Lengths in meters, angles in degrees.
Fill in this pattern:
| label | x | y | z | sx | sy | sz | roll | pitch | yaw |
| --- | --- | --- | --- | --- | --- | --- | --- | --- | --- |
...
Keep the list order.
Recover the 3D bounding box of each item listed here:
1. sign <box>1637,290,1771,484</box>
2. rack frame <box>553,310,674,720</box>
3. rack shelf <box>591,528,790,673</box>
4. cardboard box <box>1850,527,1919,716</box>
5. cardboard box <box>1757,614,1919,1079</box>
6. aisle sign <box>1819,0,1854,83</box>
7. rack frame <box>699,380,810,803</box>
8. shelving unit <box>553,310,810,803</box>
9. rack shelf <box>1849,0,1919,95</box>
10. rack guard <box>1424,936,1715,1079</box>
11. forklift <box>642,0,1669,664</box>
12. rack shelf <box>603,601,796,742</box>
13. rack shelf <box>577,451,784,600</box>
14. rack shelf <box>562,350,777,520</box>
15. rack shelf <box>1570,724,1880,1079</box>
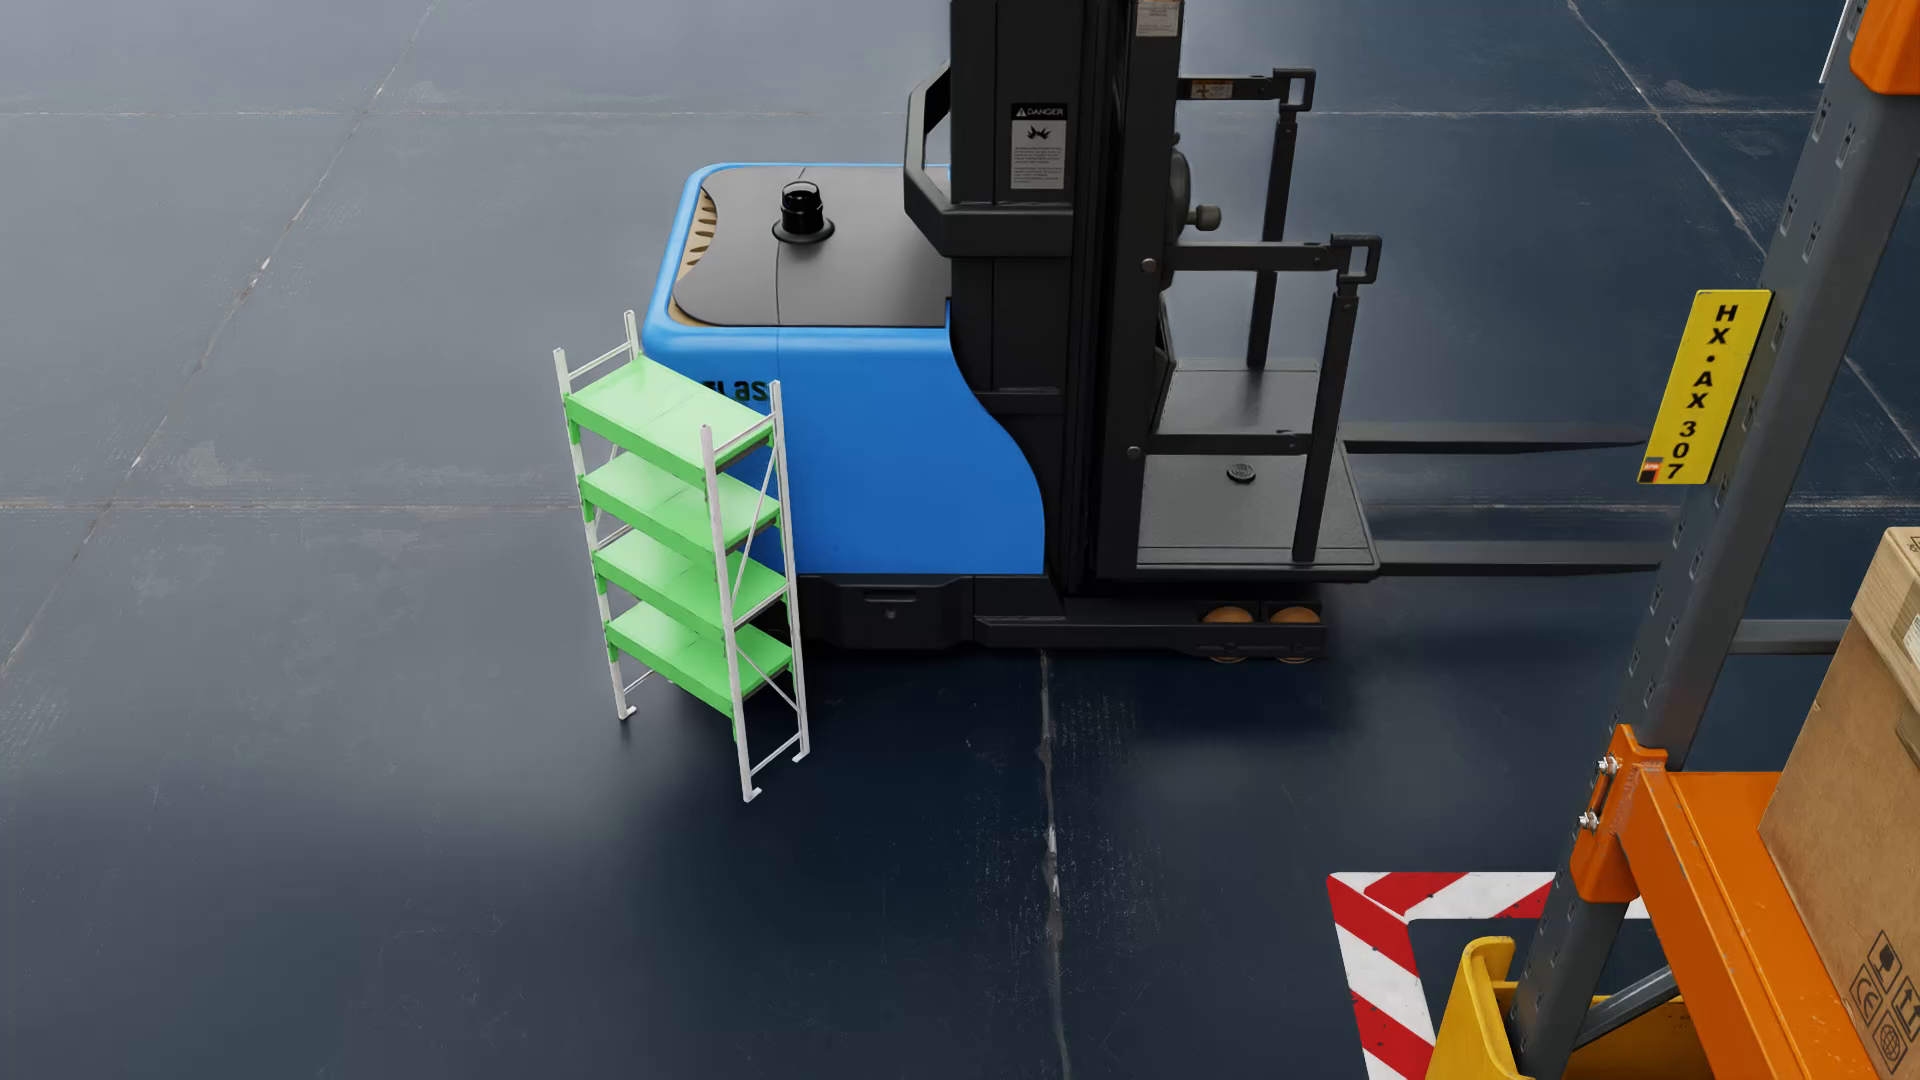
| label | x | y | z | sx | sy | sz | roll | pitch | yaw |
| --- | --- | --- | --- | --- | --- | --- | --- | --- | --- |
| sign | 1.052 | -0.212 | 2.360 | 0.100 | 0.325 | 0.005 | 0 | 39 | 0 |
| rack frame | -0.869 | -0.028 | 4.325 | 0.015 | 1.200 | 0.240 | 27 | 46 | 29 |
| rack shelf | -0.679 | 0.118 | 4.245 | 0.480 | 0.148 | 0.258 | 27 | 46 | 29 |
| cardboard box | 1.392 | 0.114 | 2.111 | 0.380 | 0.149 | 0.250 | 0 | 39 | 0 |
| cardboard box | 1.595 | 0.413 | 2.255 | 0.700 | 0.500 | 0.500 | 0 | 39 | 0 |
| aisle sign | 1.301 | -0.895 | 1.889 | 0.394 | 0.787 | 0.004 | 0 | 39 | 0 |
| rack frame | -0.490 | 0.164 | 4.085 | 0.015 | 1.200 | 0.240 | 27 | 46 | 29 |
| shelving unit | -0.679 | 0.068 | 4.205 | 0.503 | 1.200 | 0.258 | 27 | 46 | 29 |
| rack shelf | 1.609 | 0.521 | 0.377 | 1.077 | 0.370 | 4.000 | 0 | 39 | 0 |
| rack guard | 1.607 | 1.121 | 3.451 | 1.175 | 0.500 | 0.348 | 0 | 39 | 0 |
| forklift | 0.689 | -1.123 | 4.307 | 3.031 | 2.935 | 1.130 | 0 | 39 | 0 |
| rack shelf | -0.679 | 0.305 | 4.395 | 0.480 | 0.148 | 0.258 | 27 | 46 | 29 |
| rack shelf | -0.679 | -0.069 | 4.095 | 0.480 | 0.148 | 0.258 | 27 | 46 | 29 |
| rack shelf | -0.679 | -0.257 | 3.945 | 0.480 | 0.148 | 0.258 | 27 | 46 | 29 |
| rack shelf | 1.609 | 1.692 | 1.315 | 1.077 | 0.370 | 4.000 | 0 | 39 | 0 |
